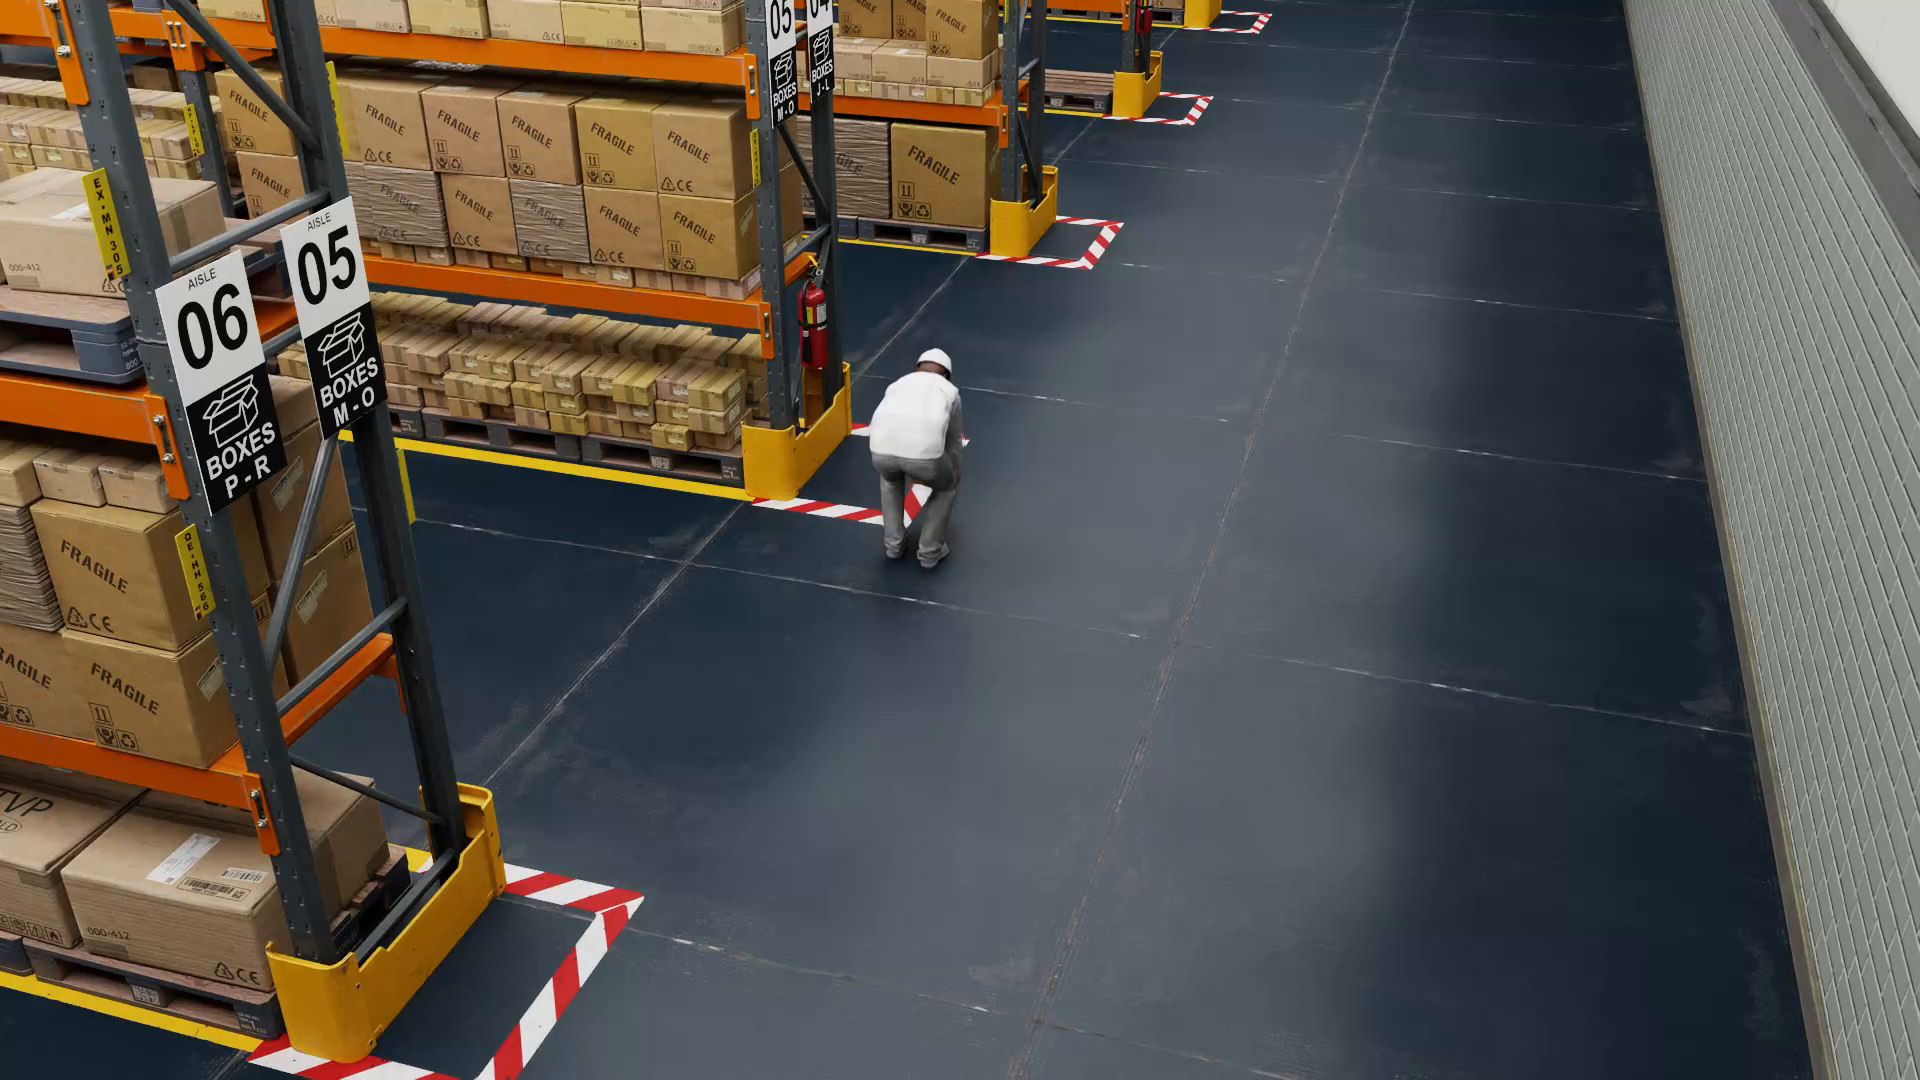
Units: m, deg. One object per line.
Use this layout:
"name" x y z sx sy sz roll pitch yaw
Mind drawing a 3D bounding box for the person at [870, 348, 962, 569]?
"person" -0.231 -0.485 10.038 0.490 1.113 0.993 7 30 13
